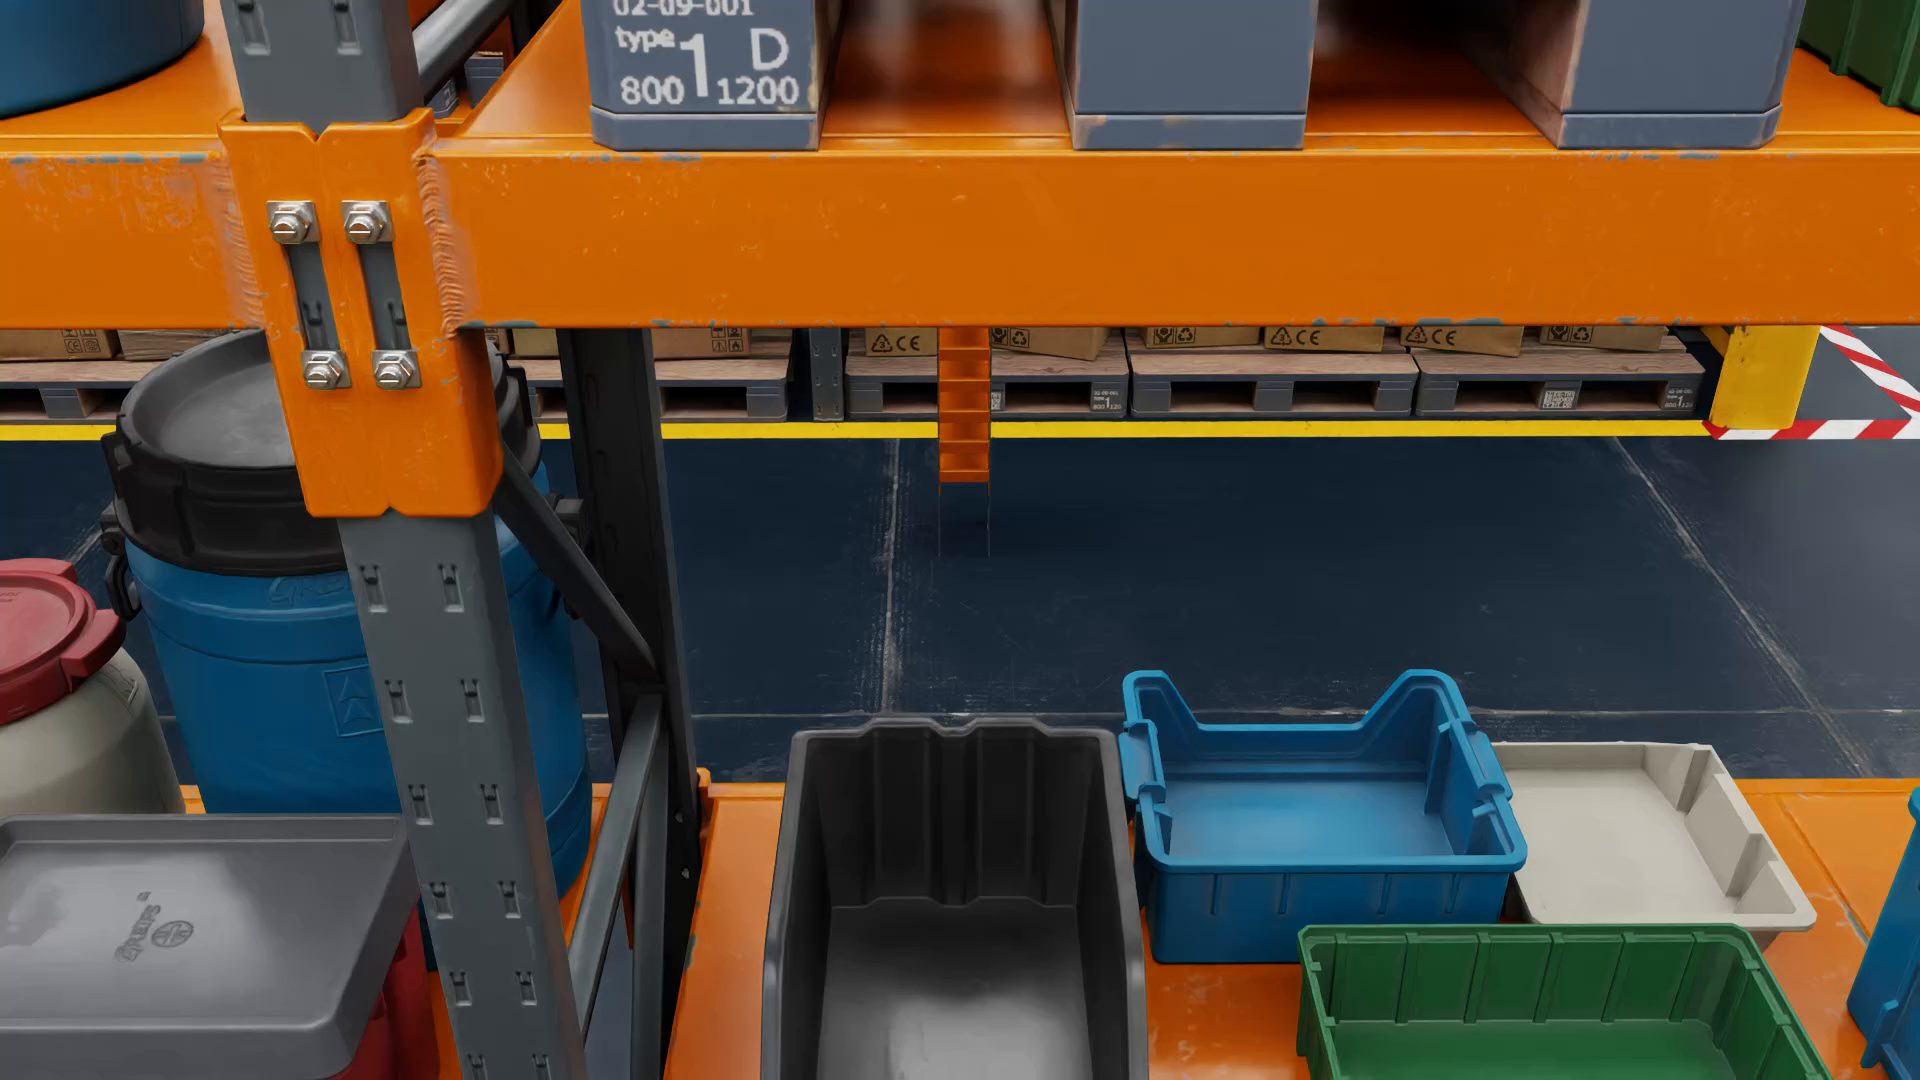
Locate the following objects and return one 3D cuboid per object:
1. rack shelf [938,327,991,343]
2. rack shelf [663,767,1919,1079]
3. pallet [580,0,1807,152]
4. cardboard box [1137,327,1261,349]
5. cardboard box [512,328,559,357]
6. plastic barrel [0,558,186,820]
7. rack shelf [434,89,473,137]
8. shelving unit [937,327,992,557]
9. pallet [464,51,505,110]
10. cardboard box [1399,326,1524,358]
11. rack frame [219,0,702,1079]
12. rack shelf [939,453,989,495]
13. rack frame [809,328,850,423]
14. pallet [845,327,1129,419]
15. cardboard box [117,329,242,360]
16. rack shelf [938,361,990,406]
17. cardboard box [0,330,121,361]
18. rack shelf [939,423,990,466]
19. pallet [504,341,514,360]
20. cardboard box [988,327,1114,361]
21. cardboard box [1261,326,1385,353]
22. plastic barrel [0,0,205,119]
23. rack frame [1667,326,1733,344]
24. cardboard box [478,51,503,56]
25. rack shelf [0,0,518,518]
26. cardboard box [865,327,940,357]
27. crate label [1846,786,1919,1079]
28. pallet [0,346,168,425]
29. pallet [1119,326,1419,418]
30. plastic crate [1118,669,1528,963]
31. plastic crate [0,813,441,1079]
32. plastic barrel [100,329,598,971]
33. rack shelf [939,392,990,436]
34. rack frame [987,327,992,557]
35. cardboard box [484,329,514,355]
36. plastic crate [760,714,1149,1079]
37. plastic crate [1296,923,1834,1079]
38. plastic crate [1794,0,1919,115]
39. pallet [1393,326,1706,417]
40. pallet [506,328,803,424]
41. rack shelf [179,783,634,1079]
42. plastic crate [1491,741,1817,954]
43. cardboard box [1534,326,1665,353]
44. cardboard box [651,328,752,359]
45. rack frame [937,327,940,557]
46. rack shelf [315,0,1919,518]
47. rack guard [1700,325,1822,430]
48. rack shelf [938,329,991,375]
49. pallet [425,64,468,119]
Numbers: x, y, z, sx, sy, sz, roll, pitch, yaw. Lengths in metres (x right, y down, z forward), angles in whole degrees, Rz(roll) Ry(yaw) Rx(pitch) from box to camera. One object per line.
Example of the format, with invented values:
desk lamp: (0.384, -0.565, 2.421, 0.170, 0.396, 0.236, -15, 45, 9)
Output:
rack shelf: (0.014, -0.783, 5.775, 0.180, 0.103, 0.258, 0, 31, 0)
rack shelf: (1.467, 0.831, 2.682, 4.000, 0.370, 1.077, 0, 31, 0)
pallet: (0.188, -0.725, 1.844, 1.003, 0.211, 1.213, 0, 31, 0)
cardboard box: (1.031, -1.179, 7.307, 0.500, 0.500, 0.500, -3, 31, -5)
cardboard box: (-1.654, -1.177, 7.283, 0.500, 0.500, 0.700, 0, 31, -1)
plastic barrel: (-1.491, 0.361, 2.633, 0.433, 0.535, 0.433, 0, 31, 0)
rack shelf: (-2.563, -1.726, 6.896, 4.000, 0.370, 1.077, 0, 31, 0)
shelving unit: (0.014, -0.513, 5.939, 0.189, 1.200, 0.258, 0, 31, 0)
pallet: (-1.328, -2.031, 6.890, 1.213, 0.211, 1.003, 0, 31, 0)
cardboard box: (2.215, -1.150, 7.259, 0.500, 0.500, 0.500, 8, 32, 13)
rack frame: (-0.533, 0.528, 2.488, 0.053, 2.616, 0.949, 0, 31, 0)
rack shelf: (0.014, -0.270, 6.086, 0.180, 0.103, 0.258, 0, 31, 0)
rack frame: (-0.563, -2.040, 6.720, 0.127, 3.000, 1.000, 0, 31, 0)
pallet: (0.109, -0.868, 7.477, 1.213, 0.211, 1.003, 0, 31, 0)
cardboard box: (-3.338, -1.167, 7.268, 0.500, 0.500, 0.700, -3, 31, -4)
rack shelf: (0.014, -0.578, 5.900, 0.180, 0.103, 0.258, 0, 31, 0)
cardboard box: (-3.893, -1.159, 7.254, 0.500, 0.500, 0.700, -2, 31, -3)
rack shelf: (0.014, -0.372, 6.024, 0.180, 0.103, 0.258, 0, 31, 0)
pallet: (-2.564, -0.839, 7.429, 1.213, 0.211, 1.003, 0, 31, 0)
cardboard box: (0.410, -1.137, 7.237, 0.500, 0.500, 0.500, 10, 33, 15)
cardboard box: (1.589, -1.158, 7.272, 0.500, 0.500, 0.500, 3, 31, 4)
plastic barrel: (-1.040, -0.853, 1.389, 0.708, 0.901, 0.600, 0, 31, 0)
rack frame: (3.437, -2.052, 6.741, 0.127, 3.000, 1.000, 0, 31, 0)
cardboard box: (-1.358, -2.546, 6.571, 1.000, 1.000, 1.000, 0, 31, 0)
rack shelf: (-2.533, -0.439, 1.884, 4.000, 0.370, 1.077, 0, 31, 0)
cardboard box: (-0.162, -1.131, 7.227, 0.500, 0.500, 0.500, -1, 31, -2)
crate label: (1.628, 0.648, 2.256, 0.616, 0.435, 0.502, 0, 31, 0)
pallet: (-3.781, -0.837, 7.425, 1.213, 0.211, 1.003, 0, 31, 0)
pallet: (1.332, -0.873, 7.486, 1.213, 0.211, 1.003, 0, 31, 0)
plastic crate: (0.572, 0.449, 2.762, 0.616, 0.251, 0.499, 0, 31, 0)
plastic crate: (-1.015, 0.662, 2.205, 0.583, 0.464, 0.402, 0, 31, 0)
plastic barrel: (-0.921, 0.159, 2.613, 0.708, 0.901, 0.600, 0, 31, 0)
rack shelf: (0.014, -0.475, 5.962, 0.180, 0.103, 0.258, 0, 31, 0)
rack frame: (0.106, -0.513, 5.939, 0.006, 1.200, 0.240, 0, 31, 0)
cardboard box: (-2.213, -1.175, 7.280, 0.500, 0.500, 0.700, -3, 31, -5)
plastic crate: (-0.008, 0.620, 2.396, 0.504, 0.338, 0.767, 0, 31, 0)
plastic crate: (0.826, 0.762, 2.306, 0.662, 0.188, 0.450, 0, 31, 0)
plastic crate: (1.047, -0.526, 1.538, 0.450, 0.188, 0.336, 0, 31, 0)
pallet: (2.549, -0.876, 7.490, 1.213, 0.211, 1.003, 0, 31, 0)
pallet: (-1.341, -0.844, 7.438, 1.213, 0.211, 1.003, 0, 31, 0)
rack shelf: (-2.533, 0.843, 2.662, 4.000, 0.370, 1.077, 0, 31, 0)
plastic crate: (1.090, 0.506, 2.779, 0.437, 0.136, 0.530, 0, 31, 0)
cardboard box: (2.813, -1.170, 7.291, 0.500, 0.500, 0.500, 5, 32, 9)
cardboard box: (-1.177, -1.168, 7.270, 0.500, 0.500, 0.700, -2, 31, -4)
rack frame: (-0.077, -0.513, 5.938, 0.006, 1.200, 0.240, 0, 31, 0)
rack shelf: (1.467, -0.452, 1.904, 4.000, 0.370, 1.077, 0, 31, 0)
rack guard: (3.361, -0.983, 7.389, 0.348, 0.500, 1.175, 0, 31, 0)
rack shelf: (0.014, -0.680, 5.837, 0.180, 0.103, 0.258, 0, 31, 0)
pallet: (-2.583, -1.973, 6.794, 1.213, 0.211, 1.003, 0, 31, 0)
